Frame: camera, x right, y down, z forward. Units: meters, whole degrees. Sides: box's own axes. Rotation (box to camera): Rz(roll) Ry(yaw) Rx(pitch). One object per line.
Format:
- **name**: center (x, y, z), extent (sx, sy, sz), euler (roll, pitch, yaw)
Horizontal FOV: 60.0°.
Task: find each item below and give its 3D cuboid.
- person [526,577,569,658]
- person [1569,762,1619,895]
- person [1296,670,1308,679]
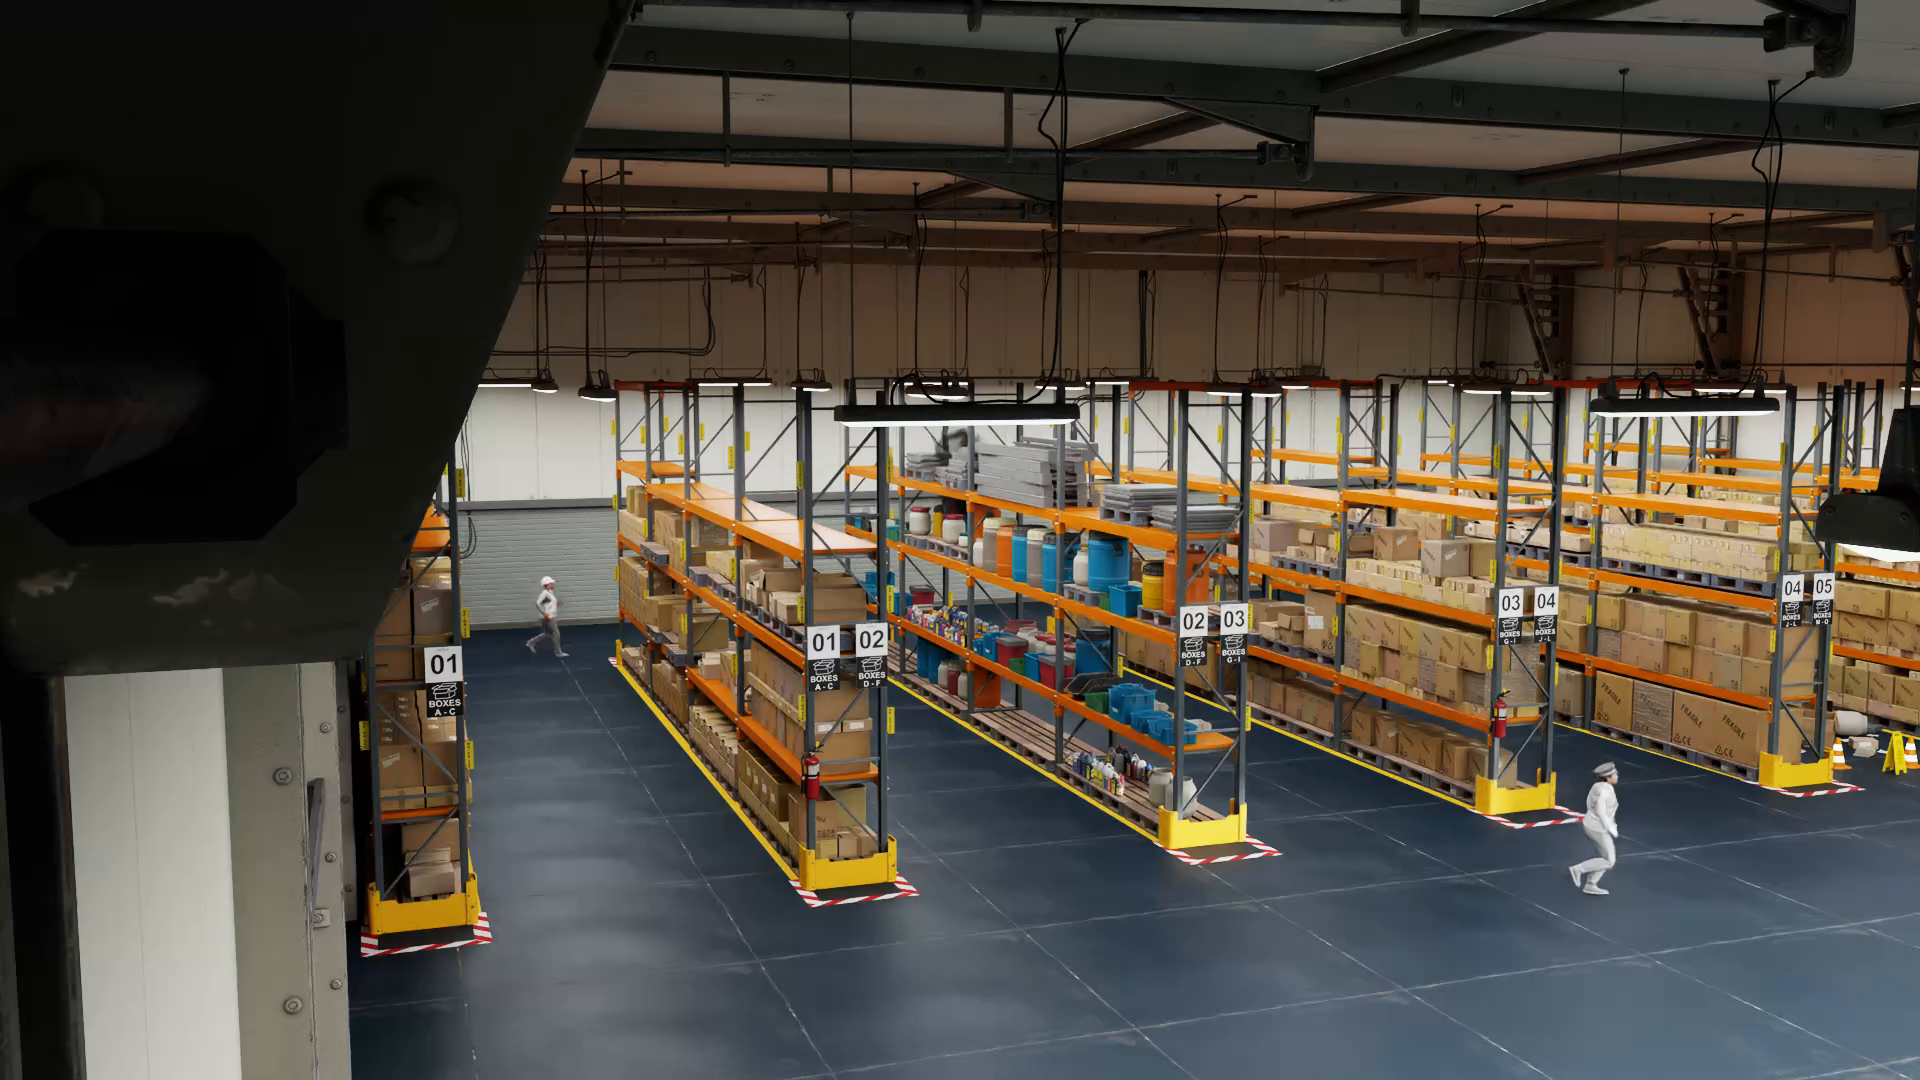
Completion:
- **person**: center (-8.898, 1.659, 35.767), extent (0.908, 1.755, 0.651), euler (-1, 6, -12)
- **person**: center (7.579, 3.437, 19.836), extent (0.597, 1.622, 0.616), euler (1, 6, 7)
- **person**: center (6.656, 2.147, 32.512), extent (0.562, 1.511, 1.042), euler (-1, 6, -9)
